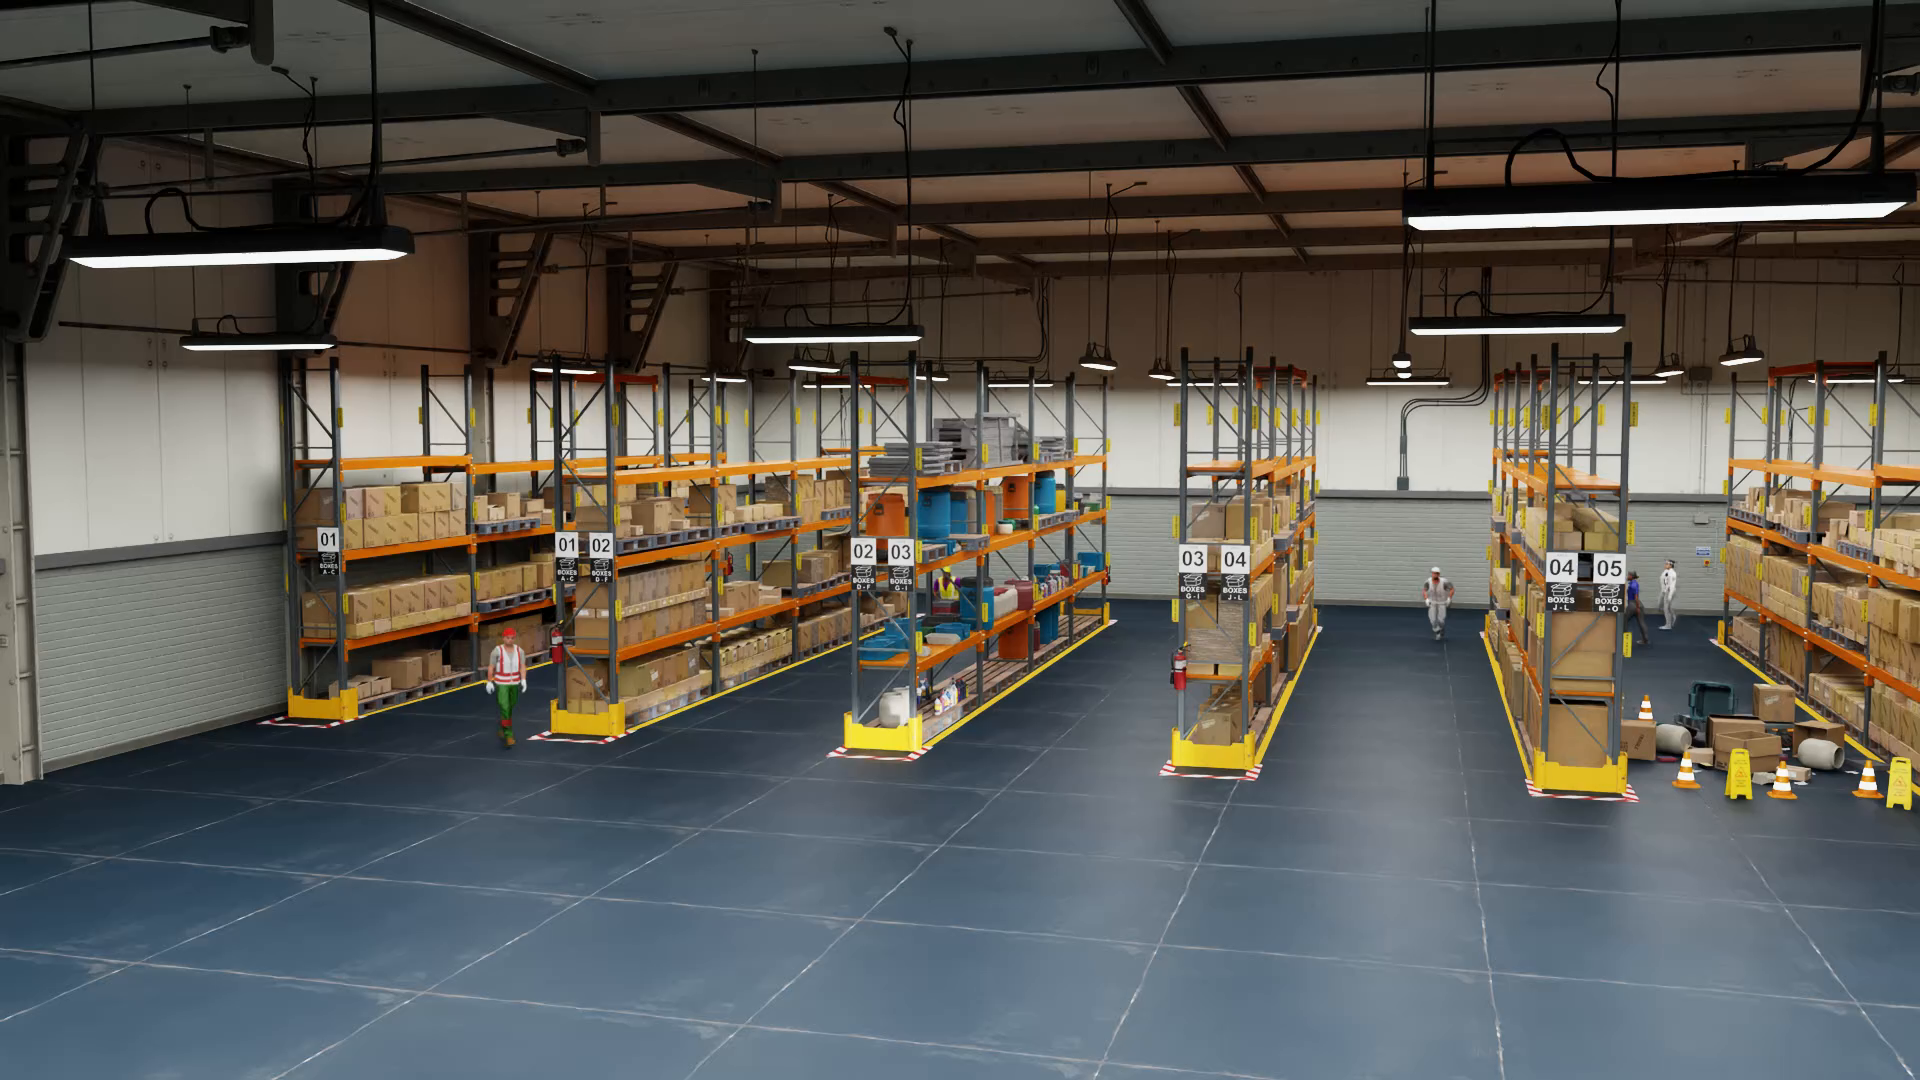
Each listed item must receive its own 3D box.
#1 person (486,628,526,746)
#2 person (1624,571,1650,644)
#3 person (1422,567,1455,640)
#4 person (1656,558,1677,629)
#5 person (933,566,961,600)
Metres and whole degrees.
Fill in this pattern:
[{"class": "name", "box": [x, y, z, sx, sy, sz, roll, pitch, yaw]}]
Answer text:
[{"class": "person", "box": [-6.955, 2.230, 25.675, 0.549, 1.758, 0.901, -4, 6, -44]}, {"class": "person", "box": [14.875, 1.485, 36.772, 0.429, 1.623, 0.861, -3, 5, -36]}, {"class": "person", "box": [10.721, 1.431, 37.286, 0.696, 1.682, 0.646, 2, 5, 24]}, {"class": "person", "box": [16.734, 1.262, 39.239, 0.467, 1.679, 0.509, 0, 4, 1]}, {"class": "person", "box": [-0.244, 1.408, 37.629, 0.713, 1.667, 0.691, 2, 5, 23]}]
